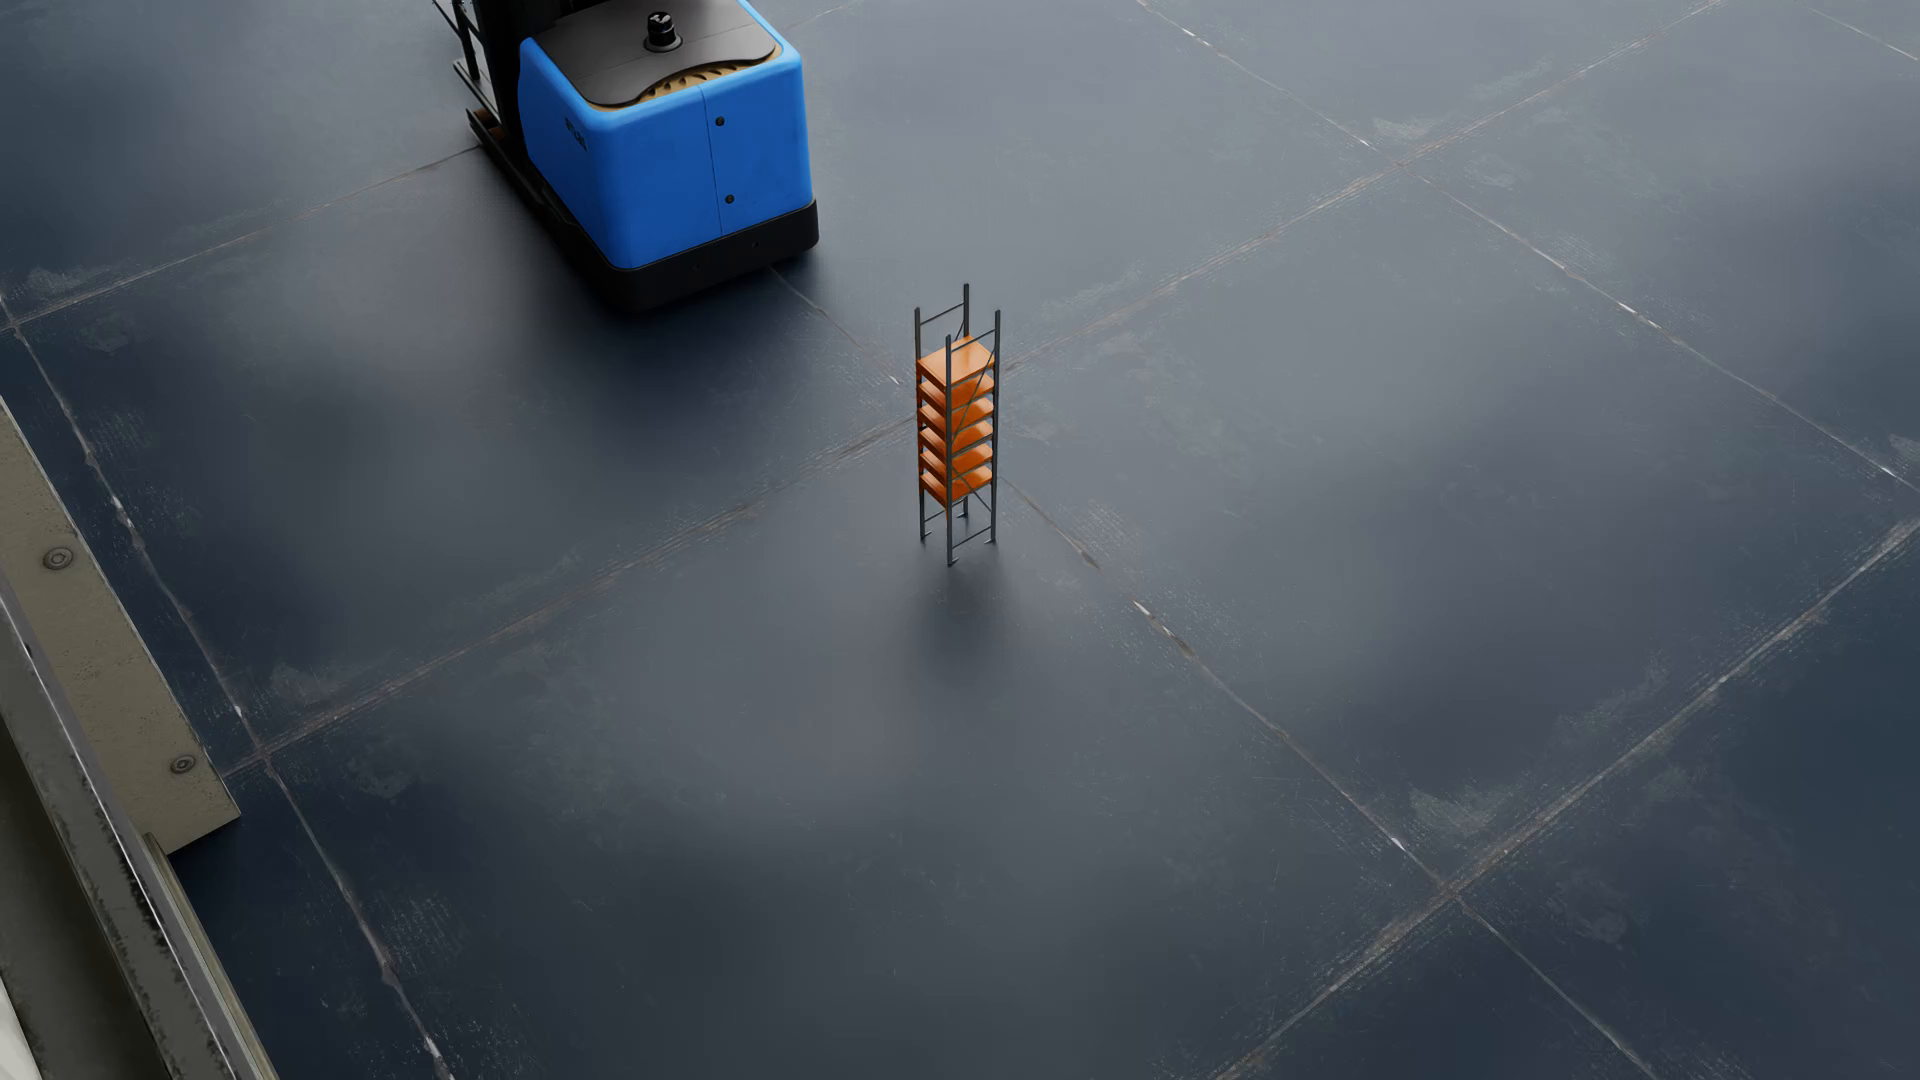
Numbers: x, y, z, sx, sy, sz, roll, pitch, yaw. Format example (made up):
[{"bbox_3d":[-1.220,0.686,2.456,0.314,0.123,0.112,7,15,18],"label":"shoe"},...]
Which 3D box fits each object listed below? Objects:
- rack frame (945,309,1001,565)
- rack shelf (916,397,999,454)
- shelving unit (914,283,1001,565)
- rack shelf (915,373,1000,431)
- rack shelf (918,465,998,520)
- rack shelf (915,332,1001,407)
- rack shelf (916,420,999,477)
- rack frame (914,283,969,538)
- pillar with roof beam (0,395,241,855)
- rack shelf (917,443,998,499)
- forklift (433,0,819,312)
[{"bbox_3d":[0.047,-0.358,6.263,0.240,1.200,0.006,-29,54,-24],"label":"rack frame"},{"bbox_3d":[-0.009,-0.462,6.256,0.258,0.103,0.180,-29,54,-24],"label":"rack shelf"},{"bbox_3d":[-0.009,-0.412,6.312,0.258,1.200,0.189,-29,54,-24],"label":"shelving unit"},{"bbox_3d":[-0.009,-0.543,6.167,0.258,0.103,0.180,-29,54,-24],"label":"rack shelf"},{"bbox_3d":[-0.009,-0.220,6.523,0.258,0.103,0.180,-29,54,-24],"label":"rack shelf"},{"bbox_3d":[-0.009,-0.623,6.078,0.258,0.103,0.180,-29,54,-24],"label":"rack shelf"},{"bbox_3d":[-0.009,-0.382,6.345,0.258,0.103,0.180,-29,54,-24],"label":"rack shelf"},{"bbox_3d":[-0.064,-0.465,6.361,0.240,1.200,0.006,-29,54,-24],"label":"rack frame"},{"bbox_3d":[0.648,-4.032,4.330,9.100,9.000,0.400,-29,54,-24],"label":"pillar with roof beam"},{"bbox_3d":[-0.009,-0.301,6.434,0.258,0.103,0.180,-29,54,-24],"label":"rack shelf"},{"bbox_3d":[-1.882,-3.102,7.583,1.130,2.935,3.031,-25,52,-21],"label":"forklift"}]
